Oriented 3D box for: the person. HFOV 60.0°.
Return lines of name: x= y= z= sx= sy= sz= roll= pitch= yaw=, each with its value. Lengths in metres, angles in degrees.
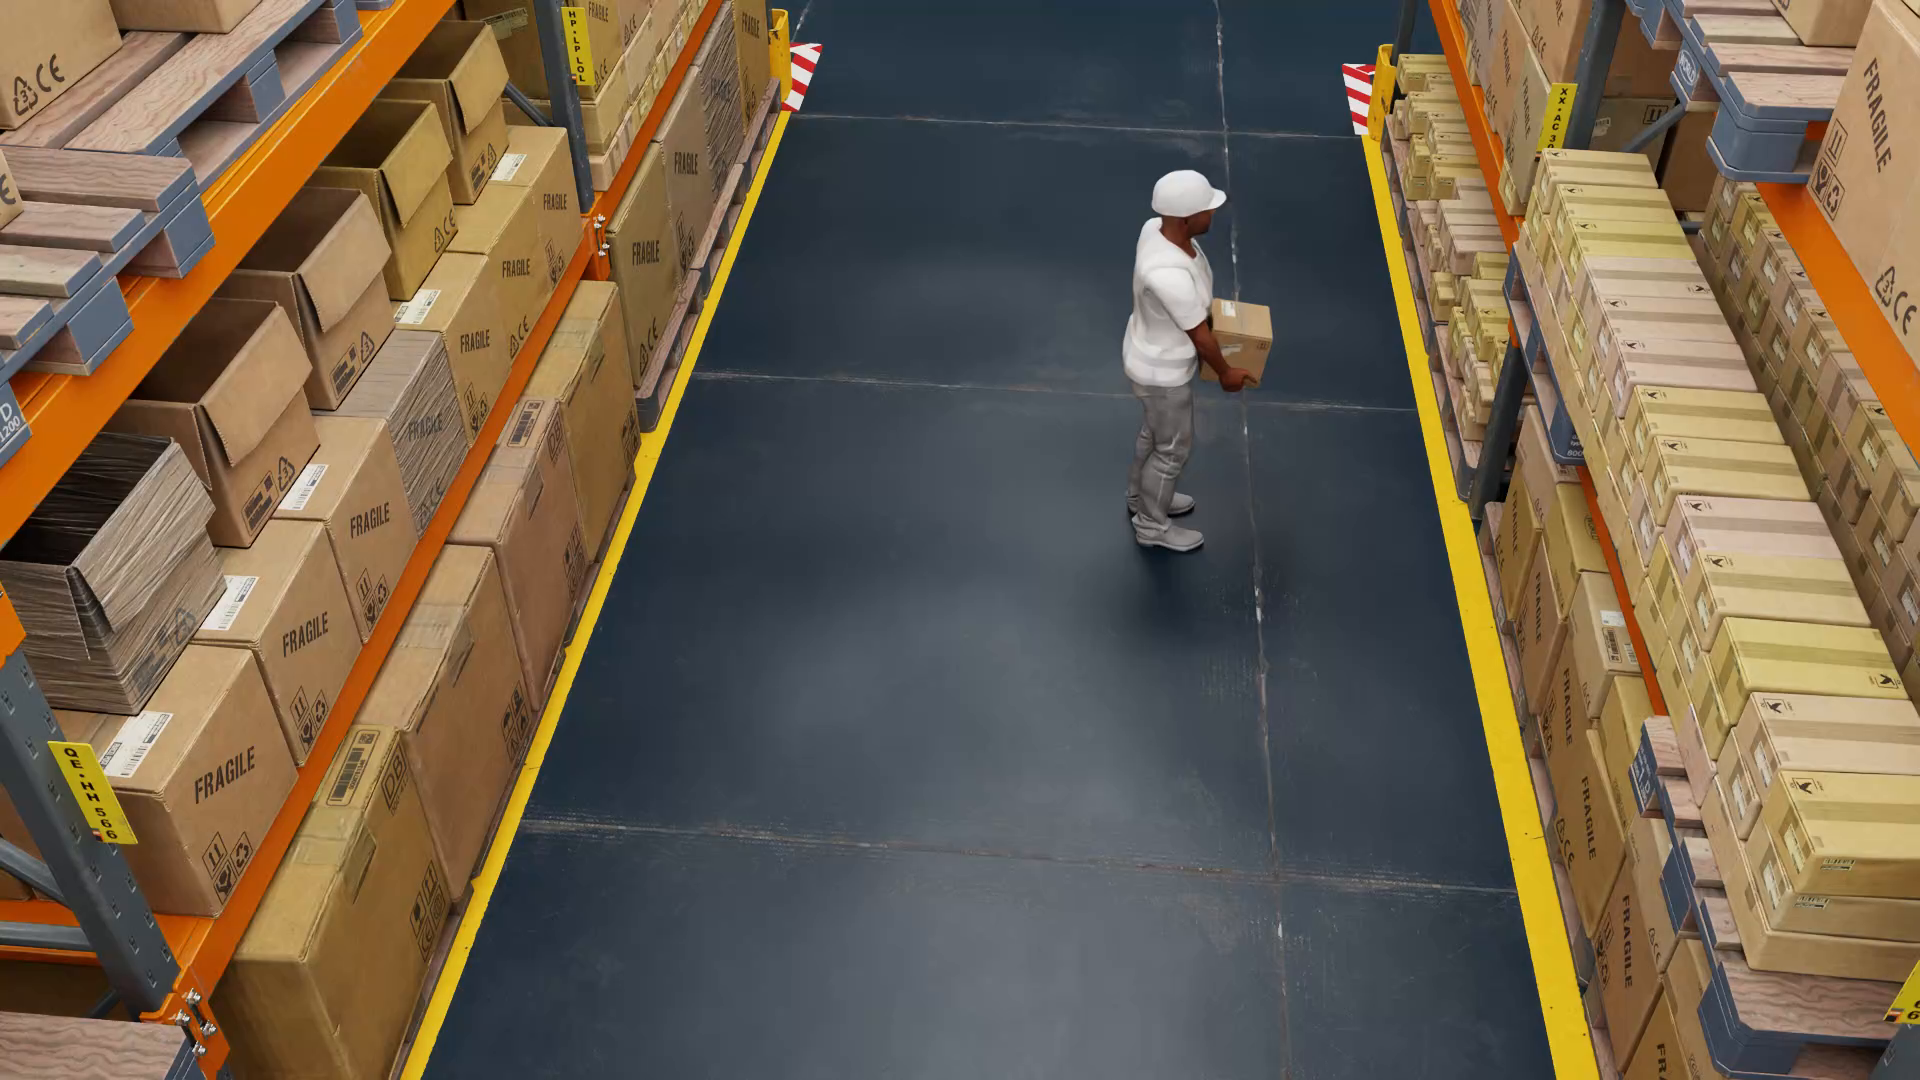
person: x=0.966 y=-0.750 z=7.039 sx=0.561 sy=1.763 sz=0.505 roll=3 pitch=40 yaw=3
